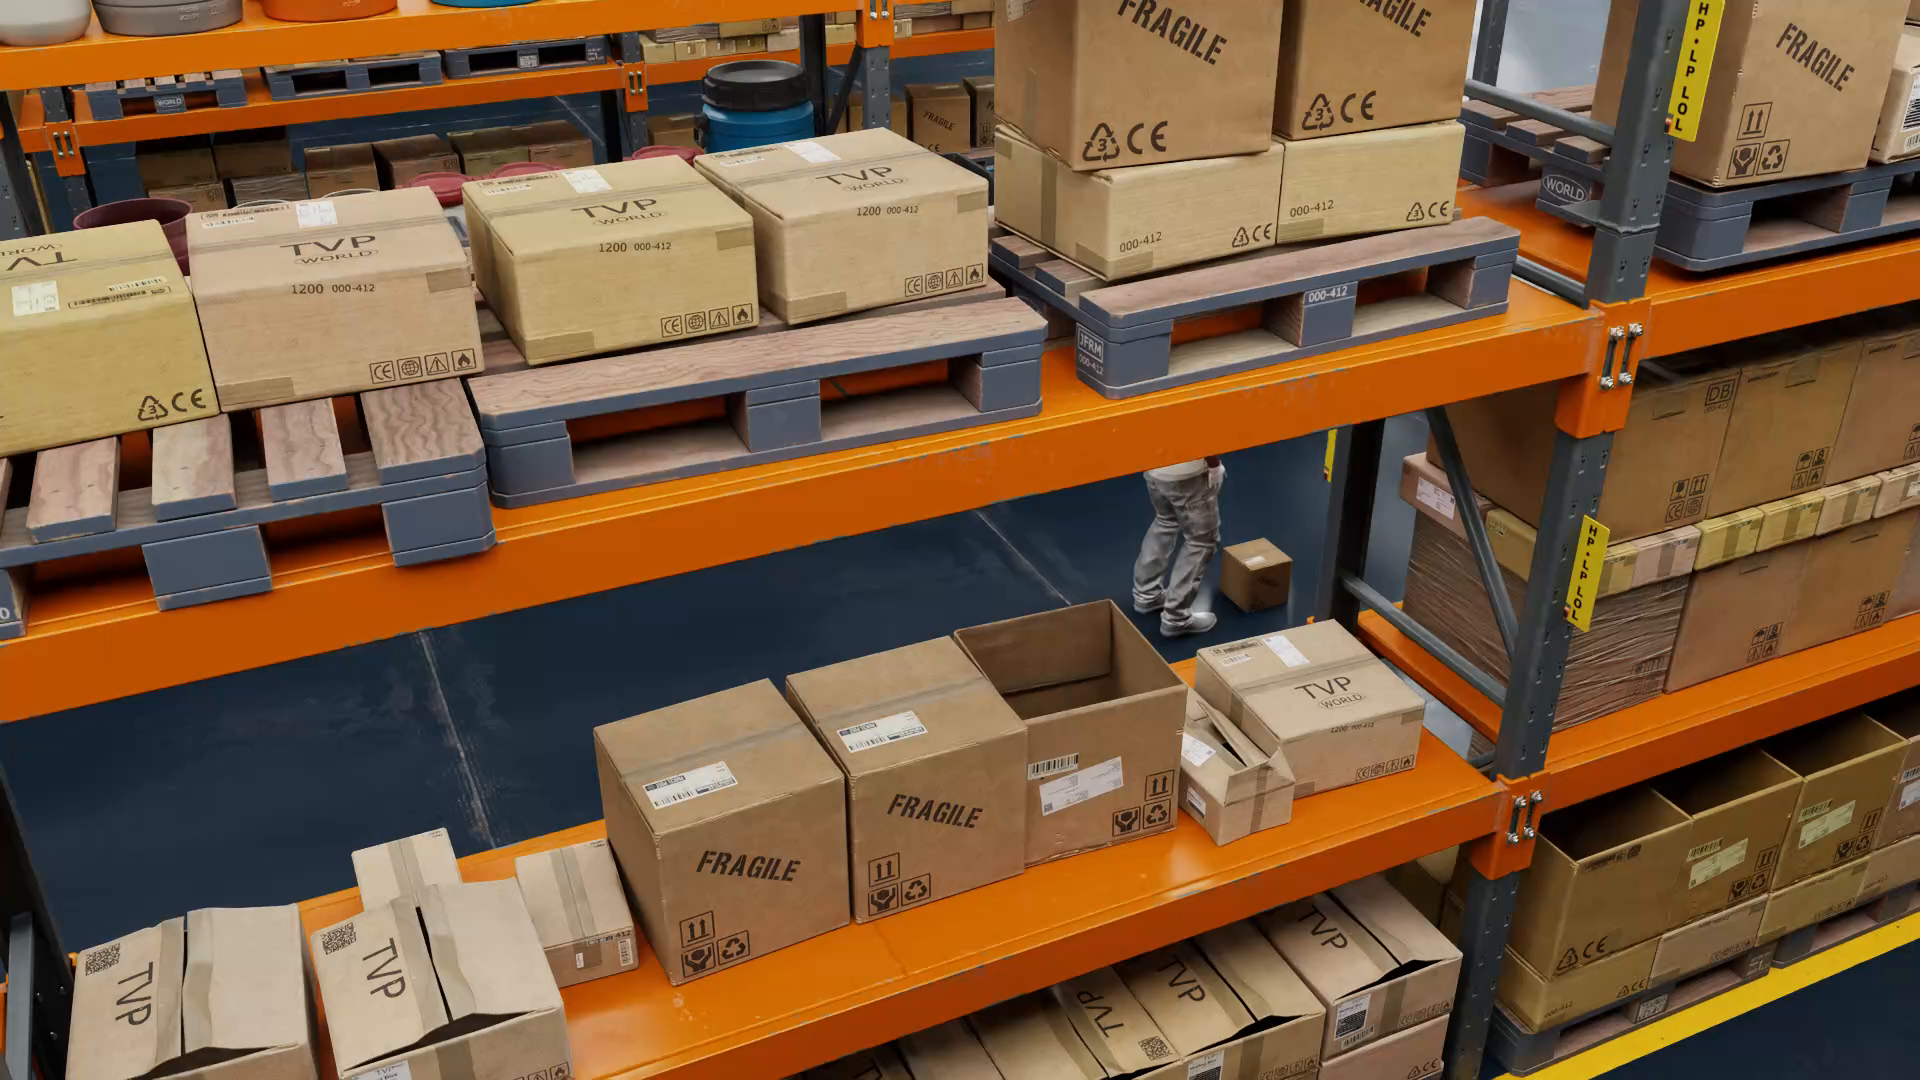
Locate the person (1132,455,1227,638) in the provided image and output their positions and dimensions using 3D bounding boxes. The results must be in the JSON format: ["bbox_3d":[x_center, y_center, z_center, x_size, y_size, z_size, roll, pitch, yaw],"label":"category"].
[{"bbox_3d":[1.040,-0.389,7.850,0.442,1.741,0.569,-12,31,-21],"label":"person"}]
